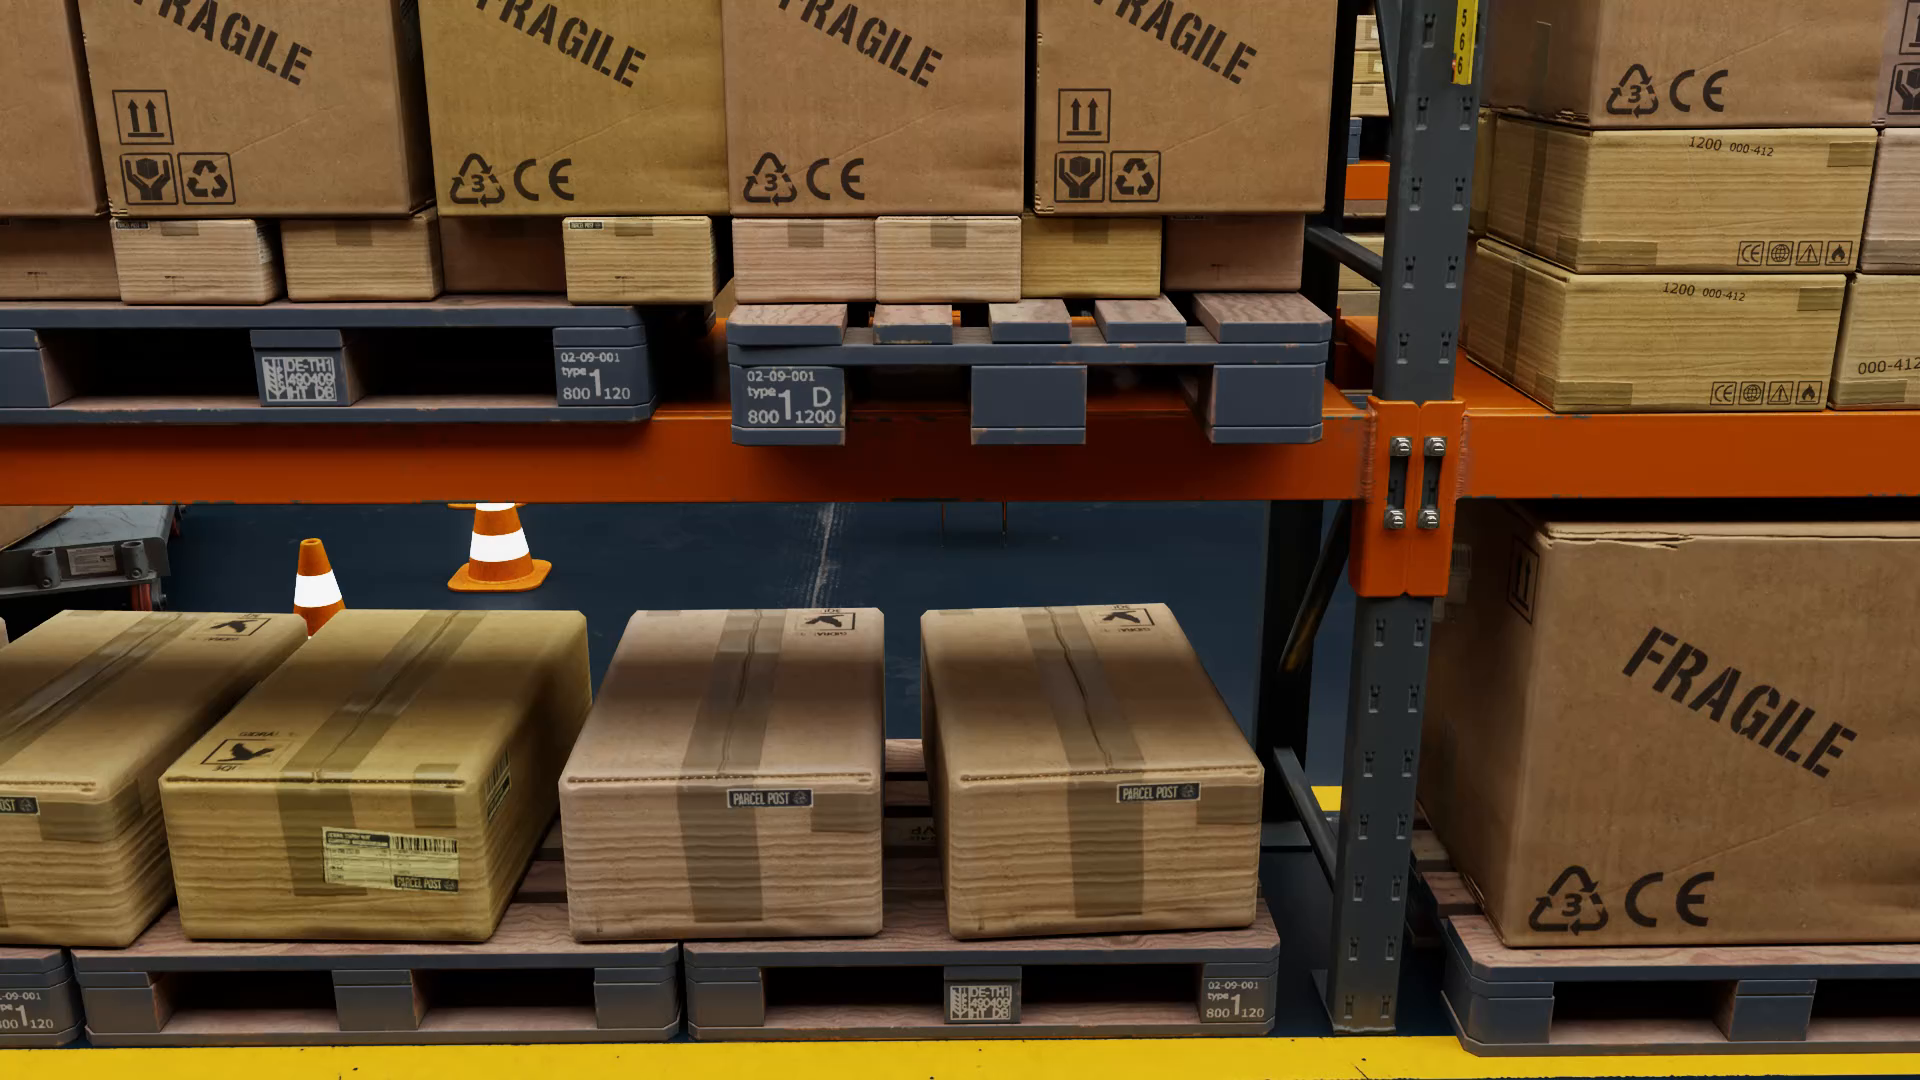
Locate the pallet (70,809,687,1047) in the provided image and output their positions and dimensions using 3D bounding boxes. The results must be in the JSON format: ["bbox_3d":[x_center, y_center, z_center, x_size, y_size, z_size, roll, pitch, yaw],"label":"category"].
[{"bbox_3d":[-1.180,0.767,3.811,1.213,0.211,1.003,0,18,-1],"label":"pallet"}]

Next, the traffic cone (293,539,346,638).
[{"bbox_3d":[-1.964,0.225,5.090,0.334,0.463,0.336,0,18,-1],"label":"traffic cone"}]

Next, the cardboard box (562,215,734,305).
[{"bbox_3d":[-0.551,-0.533,3.023,0.250,0.149,0.380,0,18,0],"label":"cardboard box"}]

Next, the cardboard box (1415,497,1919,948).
[{"bbox_3d":[1.510,0.265,3.603,0.875,0.875,0.875,0,18,-1],"label":"cardboard box"}]

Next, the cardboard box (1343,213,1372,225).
[{"bbox_3d":[1.823,-1.536,8.603,0.500,0.250,0.500,0,18,0],"label":"cardboard box"}]

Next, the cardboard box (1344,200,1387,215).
[{"bbox_3d":[3.128,-2.790,13.124,0.875,0.875,1.225,-1,18,-3],"label":"cardboard box"}]

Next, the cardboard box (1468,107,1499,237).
[{"bbox_3d":[1.298,-0.816,3.607,0.500,0.250,0.500,0,18,-1],"label":"cardboard box"}]

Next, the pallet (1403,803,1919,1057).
[{"bbox_3d":[1.607,0.778,3.777,1.213,0.211,1.003,0,18,-1],"label":"pallet"}]

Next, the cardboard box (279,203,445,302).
[{"bbox_3d":[-1.054,-0.544,3.058,0.250,0.149,0.380,-1,18,-3],"label":"cardboard box"}]

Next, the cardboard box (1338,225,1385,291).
[{"bbox_3d":[1.839,-1.379,8.113,0.500,0.250,0.500,0,18,-2],"label":"cardboard box"}]

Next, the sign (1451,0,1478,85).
[{"bbox_3d":[0.836,-0.917,2.730,0.005,0.325,0.100,0,18,-1],"label":"sign"}]

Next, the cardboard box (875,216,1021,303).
[{"bbox_3d":[-0.024,-0.538,3.037,0.250,0.149,0.380,0,18,-1],"label":"cardboard box"}]

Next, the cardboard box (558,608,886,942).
[{"bbox_3d":[-0.485,0.488,3.731,0.625,0.372,0.950,-1,18,-2],"label":"cardboard box"}]

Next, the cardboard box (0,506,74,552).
[{"bbox_3d":[-3.240,-0.264,5.311,0.500,0.500,0.500,0,18,-1],"label":"cardboard box"}]

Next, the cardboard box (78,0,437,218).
[{"bbox_3d":[-1.200,-0.860,2.981,0.500,0.500,0.500,-1,18,-3],"label":"cardboard box"}]

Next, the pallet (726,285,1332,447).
[{"bbox_3d":[0.107,-0.442,3.328,1.003,0.211,1.213,0,18,-1],"label":"pallet"}]

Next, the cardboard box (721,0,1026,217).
[{"bbox_3d":[-0.149,-0.865,2.997,0.500,0.500,0.500,-1,18,-2],"label":"cardboard box"}]

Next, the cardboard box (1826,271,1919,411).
[{"bbox_3d":[1.824,-0.431,3.226,0.500,0.250,0.500,-1,18,-2],"label":"cardboard box"}]

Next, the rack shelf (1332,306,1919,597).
[{"bbox_3d":[2.817,-0.236,3.551,4.000,0.370,1.077,0,18,-1],"label":"rack shelf"}]

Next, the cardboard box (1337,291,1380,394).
[{"bbox_3d":[1.852,-1.019,8.219,0.500,0.500,0.500,0,18,0],"label":"cardboard box"}]

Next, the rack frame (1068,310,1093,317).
[{"bbox_3d":[0.639,-2.080,8.122,0.127,3.000,1.000,0,18,-1],"label":"rack frame"}]

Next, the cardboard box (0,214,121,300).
[{"bbox_3d":[-1.587,-0.549,3.071,0.250,0.149,0.380,0,18,0],"label":"cardboard box"}]

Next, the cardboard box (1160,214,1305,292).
[{"bbox_3d":[0.494,-0.576,3.156,0.250,0.149,0.380,0,18,1],"label":"cardboard box"}]

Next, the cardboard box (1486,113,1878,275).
[{"bbox_3d":[1.328,-0.663,3.130,0.500,0.250,0.500,0,18,-1],"label":"cardboard box"}]

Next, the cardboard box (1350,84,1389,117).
[{"bbox_3d":[1.897,-2.106,7.925,0.250,0.149,0.380,1,18,2],"label":"cardboard box"}]

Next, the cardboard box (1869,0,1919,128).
[{"bbox_3d":[1.811,-1.026,3.034,0.500,0.500,0.500,0,18,-1],"label":"cardboard box"}]

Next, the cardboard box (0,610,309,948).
[{"bbox_3d":[-1.939,0.494,3.713,0.625,0.372,0.950,1,18,3],"label":"cardboard box"}]

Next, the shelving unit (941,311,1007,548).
[{"bbox_3d":[0.053,-0.500,6.388,0.252,1.050,0.215,0,18,-1],"label":"shelving unit"}]

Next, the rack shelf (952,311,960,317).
[{"bbox_3d":[0.053,-0.760,6.305,0.240,0.259,0.215,0,18,-1],"label":"rack shelf"}]

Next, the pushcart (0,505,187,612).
[{"bbox_3d":[-3.268,0.003,5.922,0.936,0.377,1.648,-7,19,-20],"label":"pushcart"}]

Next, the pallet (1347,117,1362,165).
[{"bbox_3d":[1.349,-2.025,8.264,1.003,0.211,1.213,0,18,-1],"label":"pallet"}]

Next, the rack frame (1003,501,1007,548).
[{"bbox_3d":[0.175,-0.501,6.390,0.008,1.050,0.200,0,18,-1],"label":"rack frame"}]
